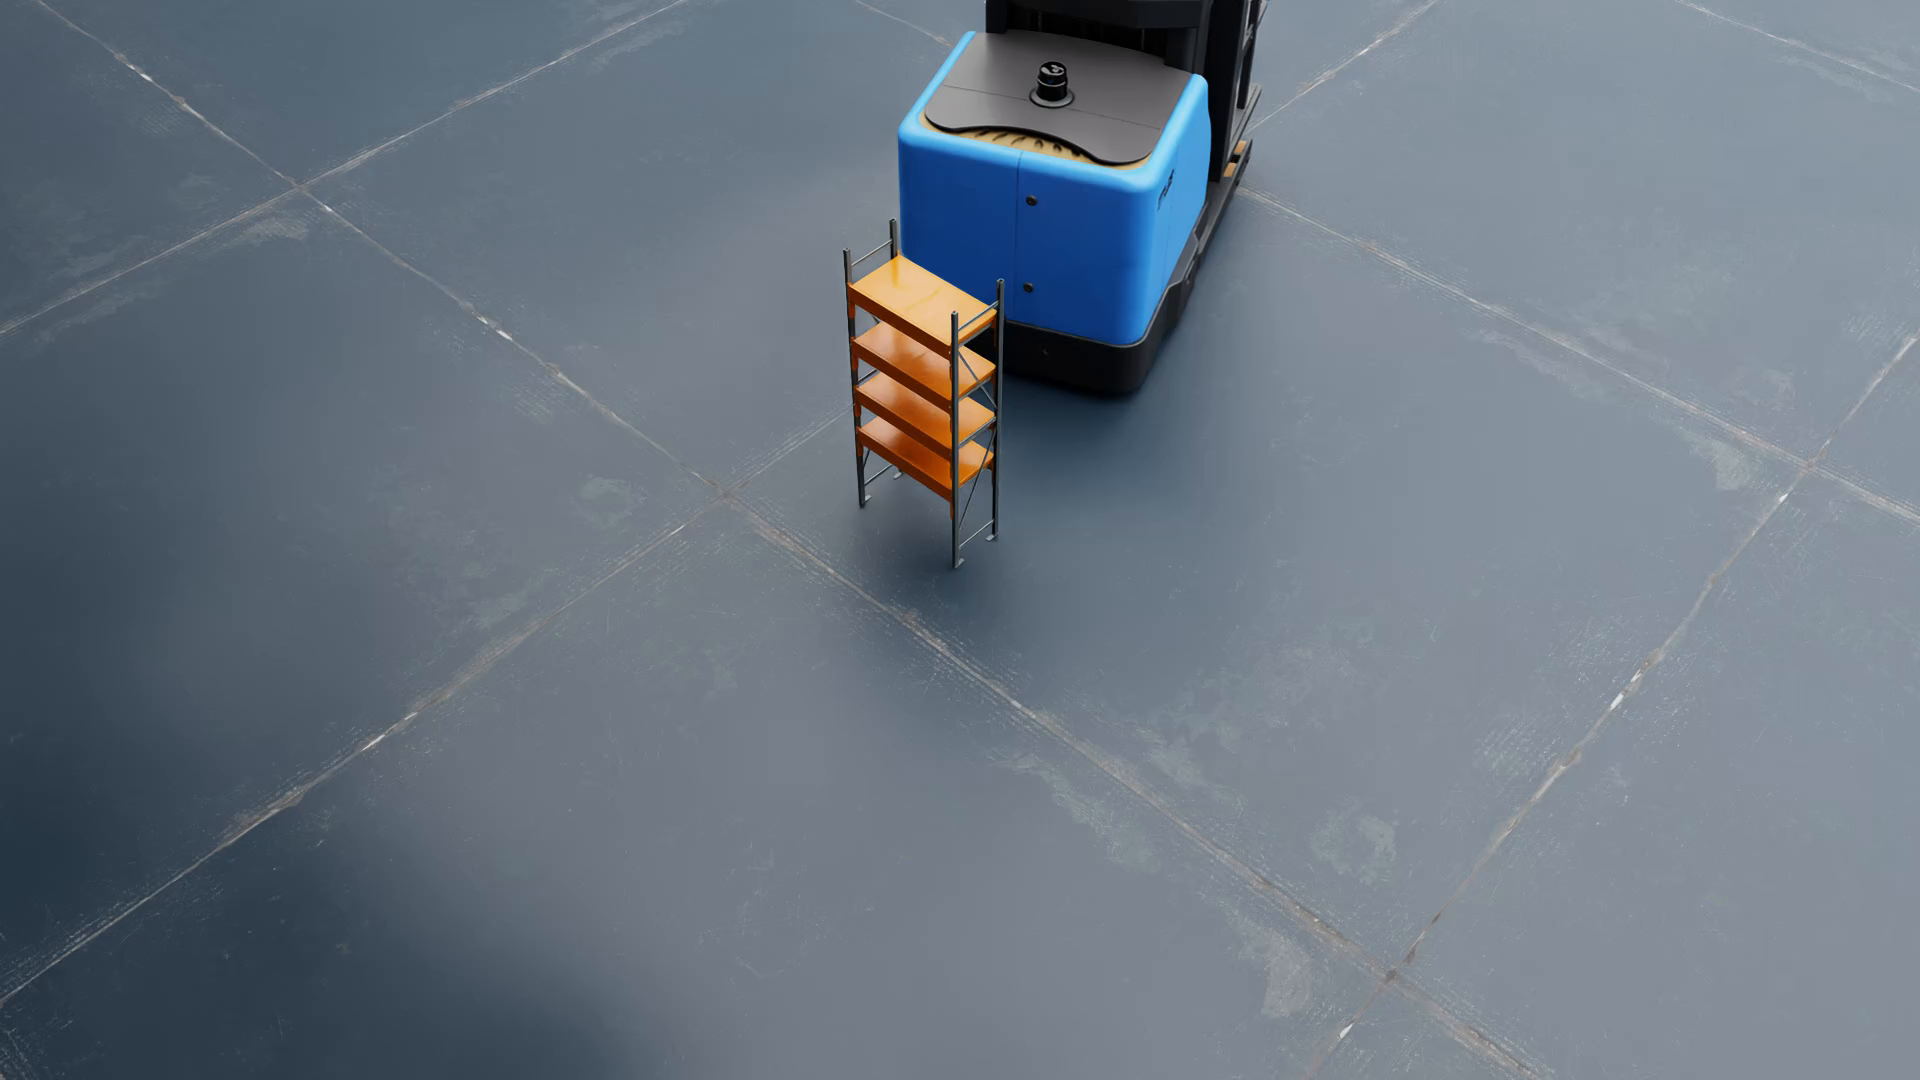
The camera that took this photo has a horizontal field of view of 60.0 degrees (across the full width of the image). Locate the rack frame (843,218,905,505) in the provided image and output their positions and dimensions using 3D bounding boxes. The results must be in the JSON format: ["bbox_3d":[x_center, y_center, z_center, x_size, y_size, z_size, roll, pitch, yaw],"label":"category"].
[{"bbox_3d":[-0.301,-0.613,6.003,0.015,1.200,0.240,34,55,28],"label":"rack frame"}]

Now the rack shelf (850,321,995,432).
[{"bbox_3d":[-0.122,-0.600,5.775,0.480,0.148,0.258,34,55,28],"label":"rack shelf"}]

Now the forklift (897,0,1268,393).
[{"bbox_3d":[0.737,-2.692,6.767,1.130,2.935,3.031,15,49,14],"label":"forklift"}]

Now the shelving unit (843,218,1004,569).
[{"bbox_3d":[-0.122,-0.493,5.889,0.503,1.200,0.258,34,55,28],"label":"shelving unit"}]

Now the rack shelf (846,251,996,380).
[{"bbox_3d":[-0.122,-0.762,5.603,0.480,0.148,0.258,34,55,28],"label":"rack shelf"}]

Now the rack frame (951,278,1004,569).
[{"bbox_3d":[0.058,-0.372,5.776,0.015,1.200,0.240,34,55,28],"label":"rack frame"}]

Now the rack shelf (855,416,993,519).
[{"bbox_3d":[-0.122,-0.311,6.083,0.480,0.148,0.258,34,55,28],"label":"rack shelf"}]

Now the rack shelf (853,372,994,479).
[{"bbox_3d":[-0.122,-0.446,5.938,0.480,0.148,0.258,34,55,28],"label":"rack shelf"}]
